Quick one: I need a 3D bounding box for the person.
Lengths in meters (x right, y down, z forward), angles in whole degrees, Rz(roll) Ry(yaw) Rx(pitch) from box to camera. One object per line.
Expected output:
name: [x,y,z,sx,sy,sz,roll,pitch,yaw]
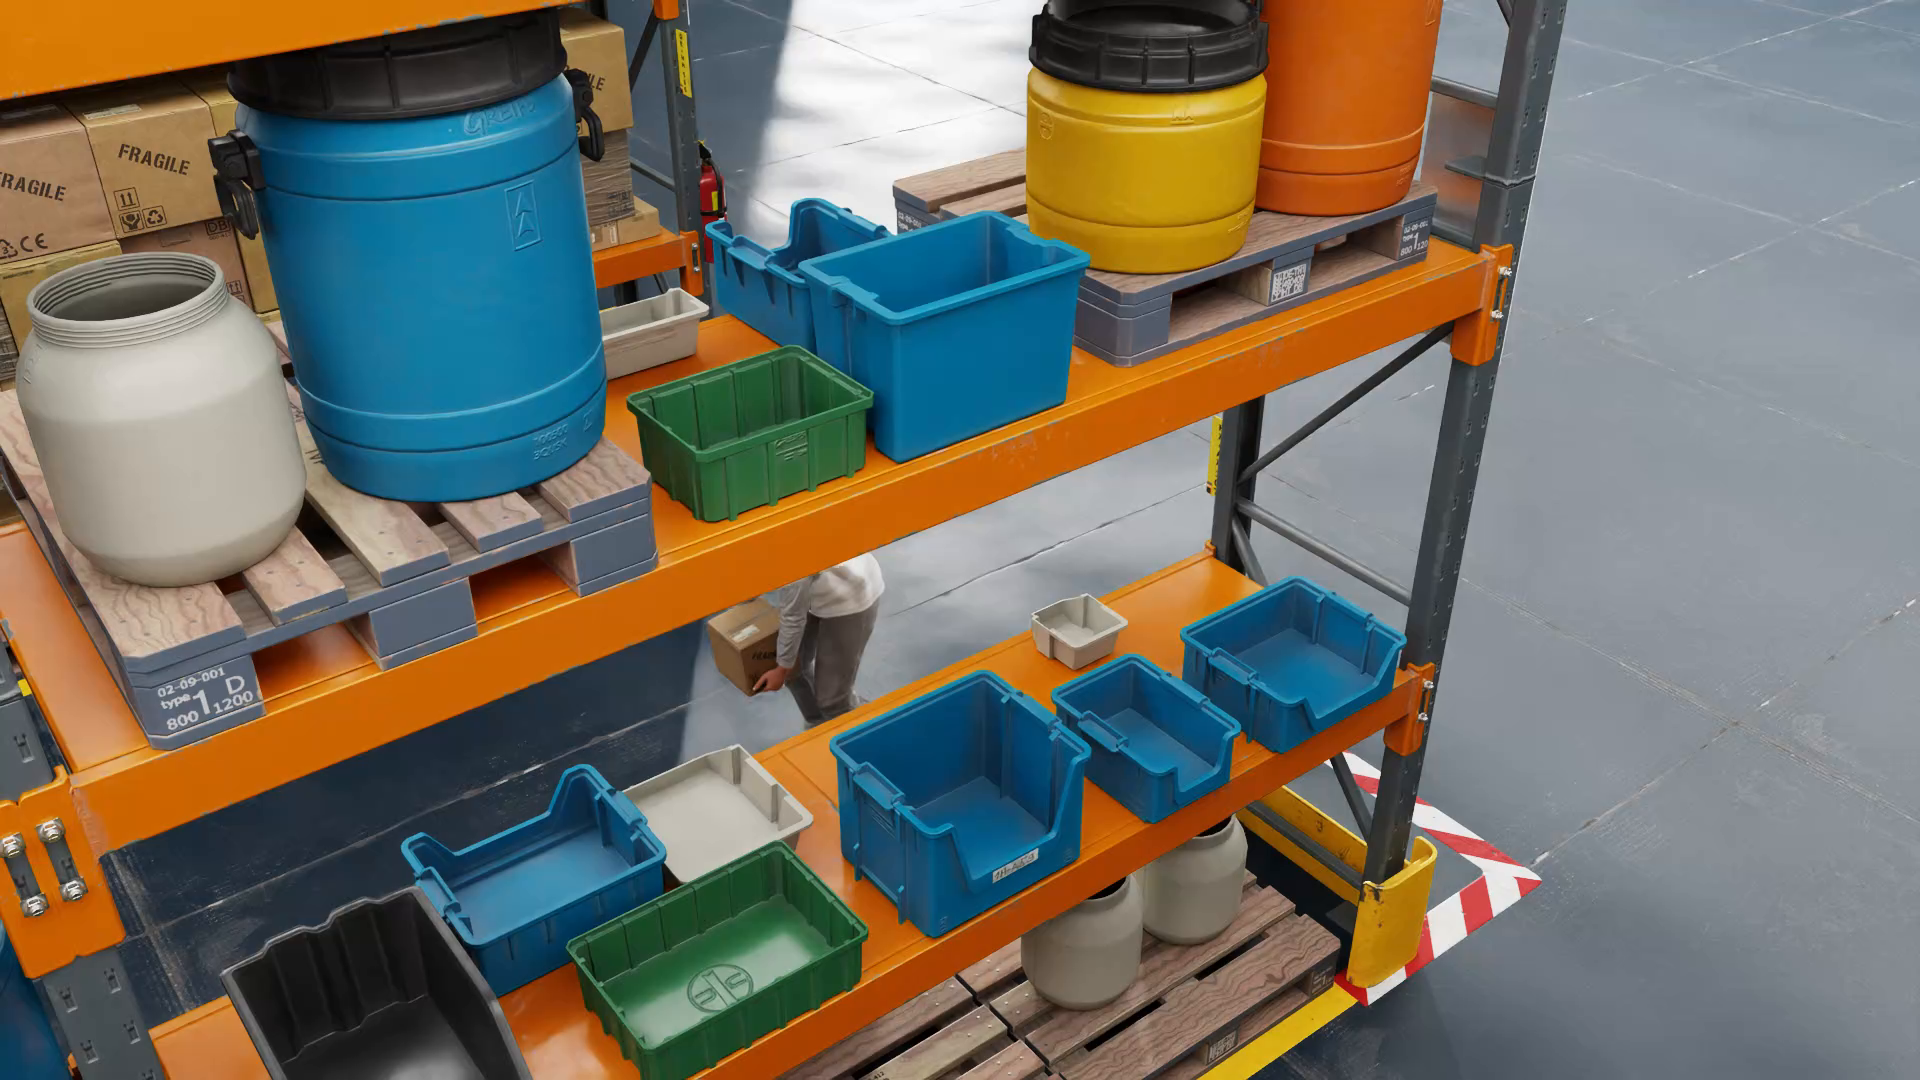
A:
person: [-0.689,0.355,6.730,0.803,1.579,0.473,-23,39,-32]
